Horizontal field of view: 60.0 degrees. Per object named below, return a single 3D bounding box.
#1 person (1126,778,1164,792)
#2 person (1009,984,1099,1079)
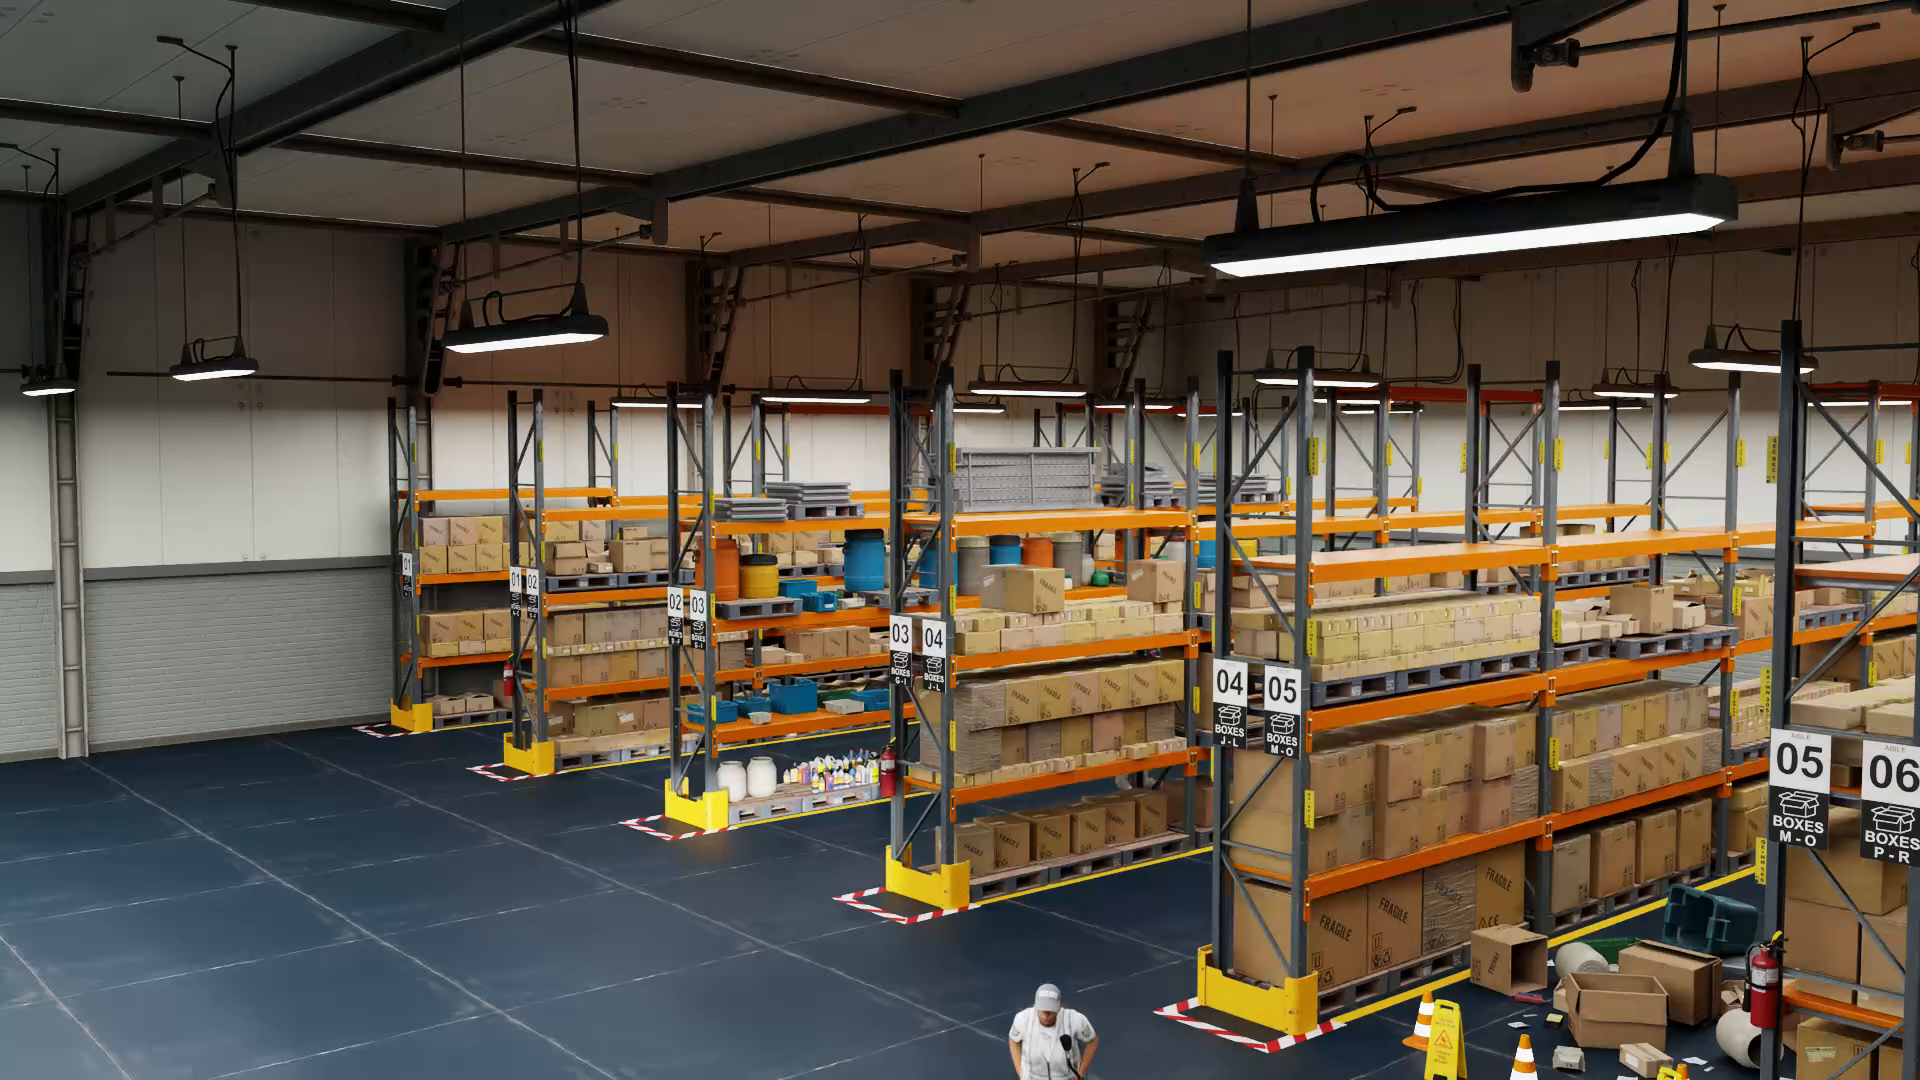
[{"bbox_3d":[2.515,3.042,23.265,1.038,1.573,0.663,-2,4,-34],"label":"person"},{"bbox_3d":[0.638,3.733,11.335,0.610,1.624,0.944,0,3,6],"label":"person"}]
